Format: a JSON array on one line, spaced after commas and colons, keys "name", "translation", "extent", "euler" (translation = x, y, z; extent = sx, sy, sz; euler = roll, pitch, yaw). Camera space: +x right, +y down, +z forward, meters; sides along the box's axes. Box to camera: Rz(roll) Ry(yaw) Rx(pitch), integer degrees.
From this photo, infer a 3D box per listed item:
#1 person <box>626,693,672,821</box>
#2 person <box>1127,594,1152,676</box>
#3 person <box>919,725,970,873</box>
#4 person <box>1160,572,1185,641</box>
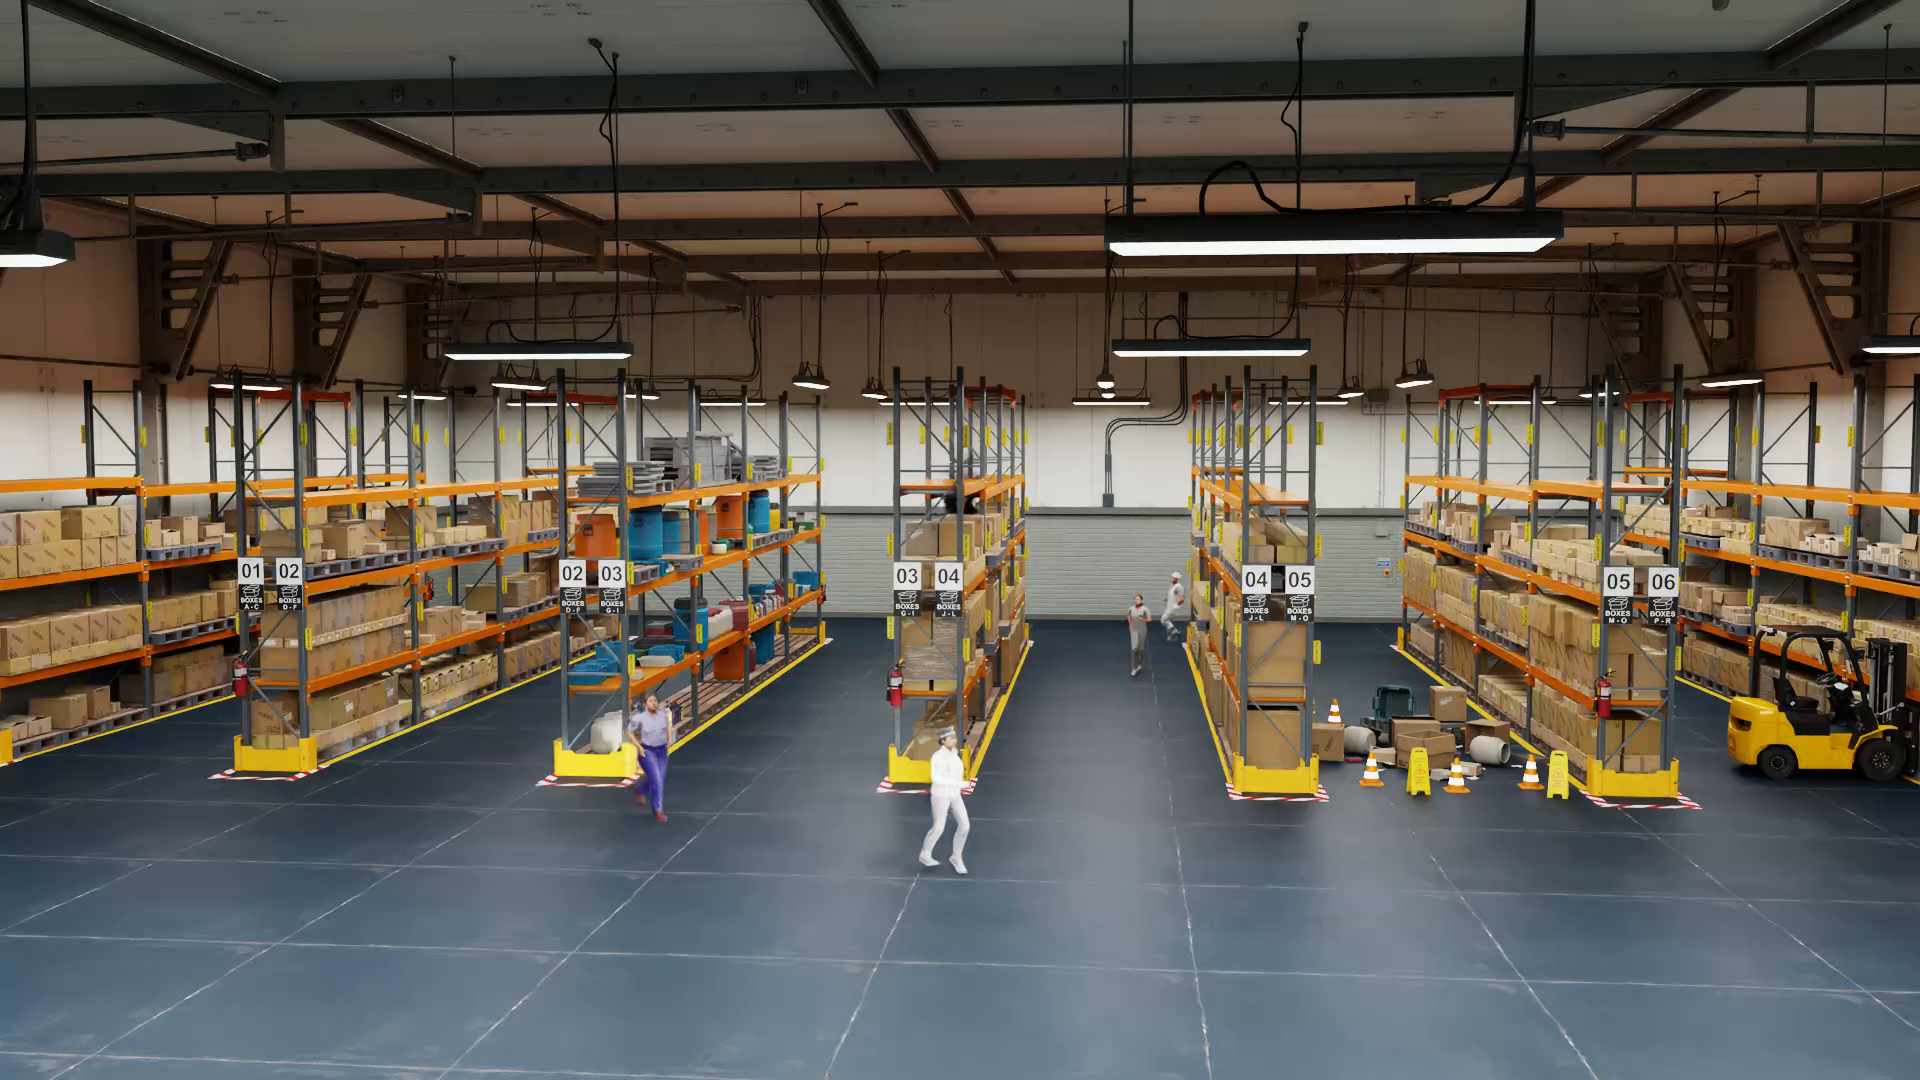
[{"name": "person", "translation": [-4.078, 2.842, 21.945], "extent": [0.776, 1.638, 0.601], "euler": [3, 5, 44]}, {"name": "person", "translation": [3.789, 2.000, 35.119], "extent": [0.537, 1.729, 0.755], "euler": [1, 4, 10]}, {"name": "person", "translation": [-0.144, 2.989, 19.102], "extent": [0.722, 1.764, 0.632], "euler": [3, 5, 38]}, {"name": "person", "translation": [5.125, 1.633, 40.467], "extent": [0.505, 1.718, 0.711], "euler": [-1, 4, -11]}]
